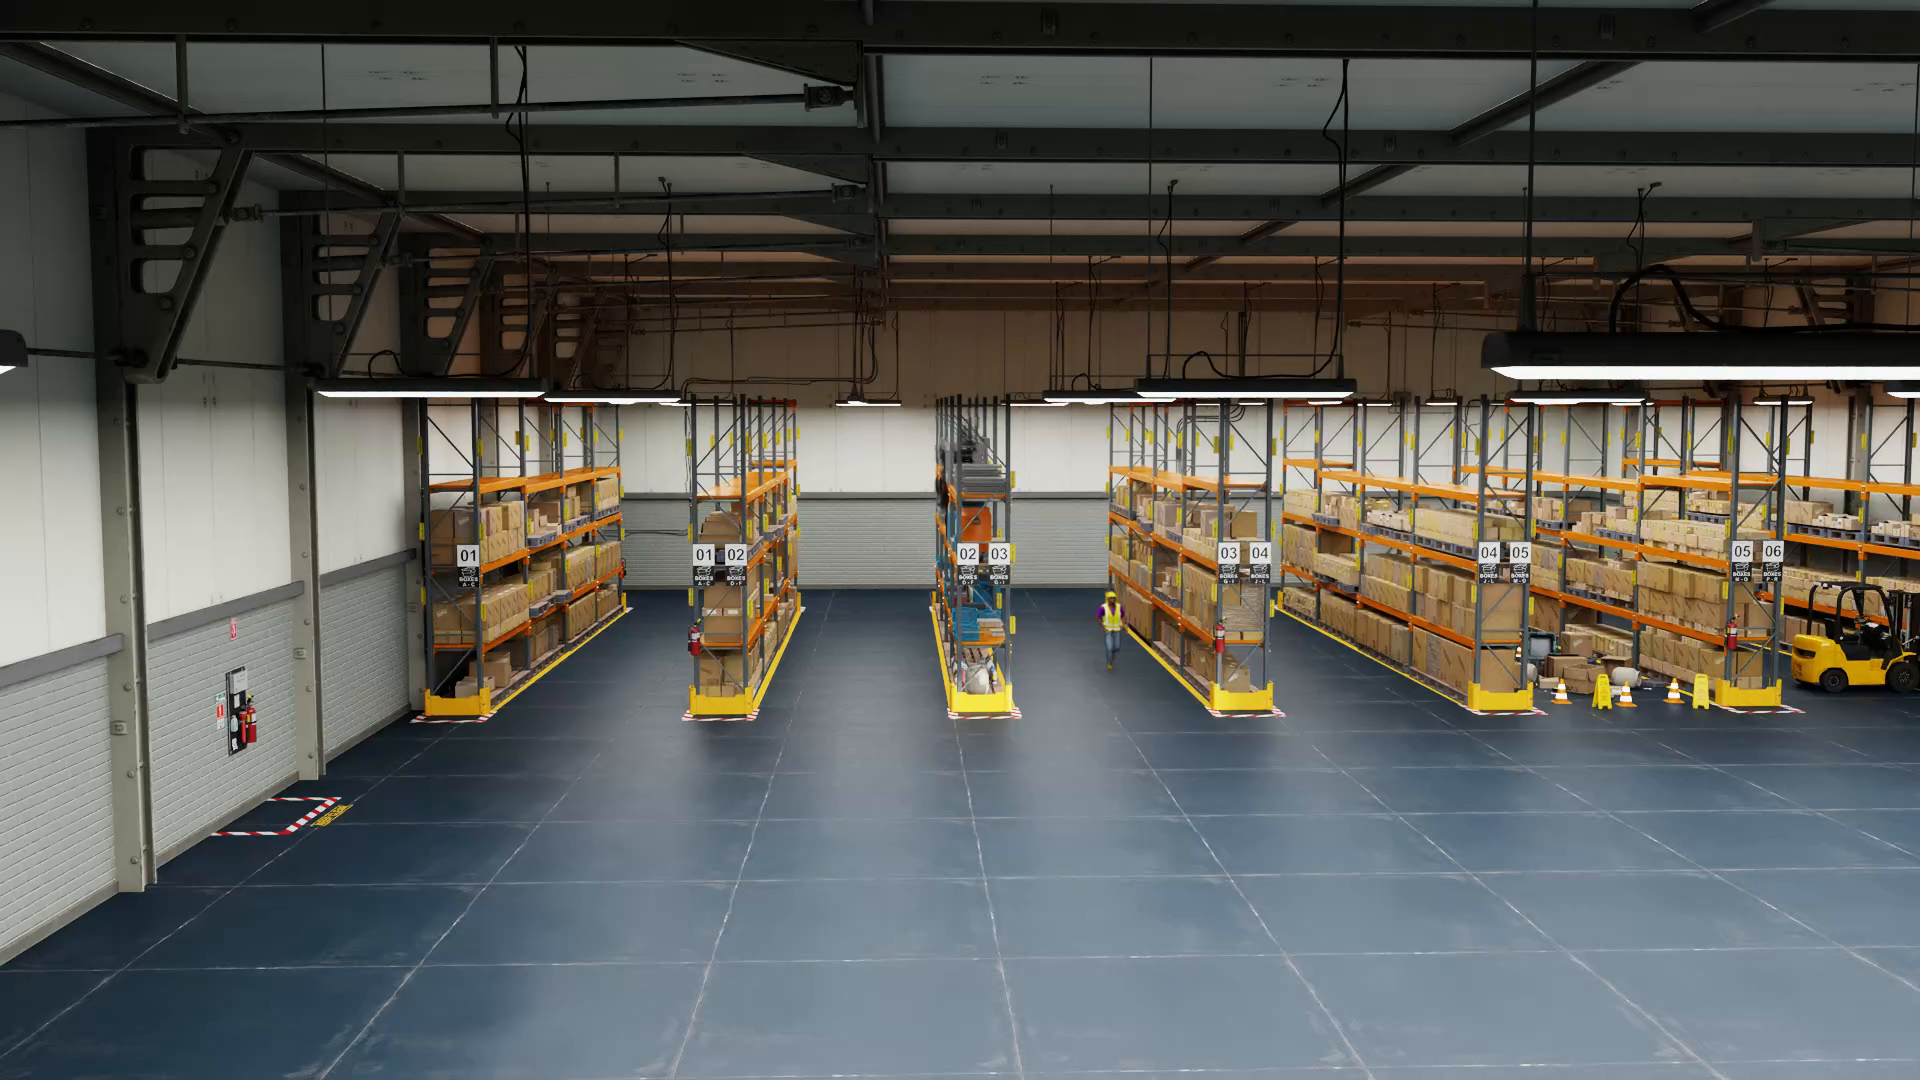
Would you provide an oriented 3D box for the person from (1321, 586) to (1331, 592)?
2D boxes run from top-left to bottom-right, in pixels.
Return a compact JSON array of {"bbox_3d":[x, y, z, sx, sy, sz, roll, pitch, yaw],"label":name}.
[{"bbox_3d":[10.600,1.095,49.005,0.532,1.562,0.647,3,6,37],"label":"person"}]

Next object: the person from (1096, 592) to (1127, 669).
[{"bbox_3d":[3.336,1.986,36.710,0.685,1.710,0.624,-1,5,-10],"label":"person"}]

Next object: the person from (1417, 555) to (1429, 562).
[{"bbox_3d":[13.722,0.974,49.317,0.688,1.742,0.717,0,4,-2],"label":"person"}]
